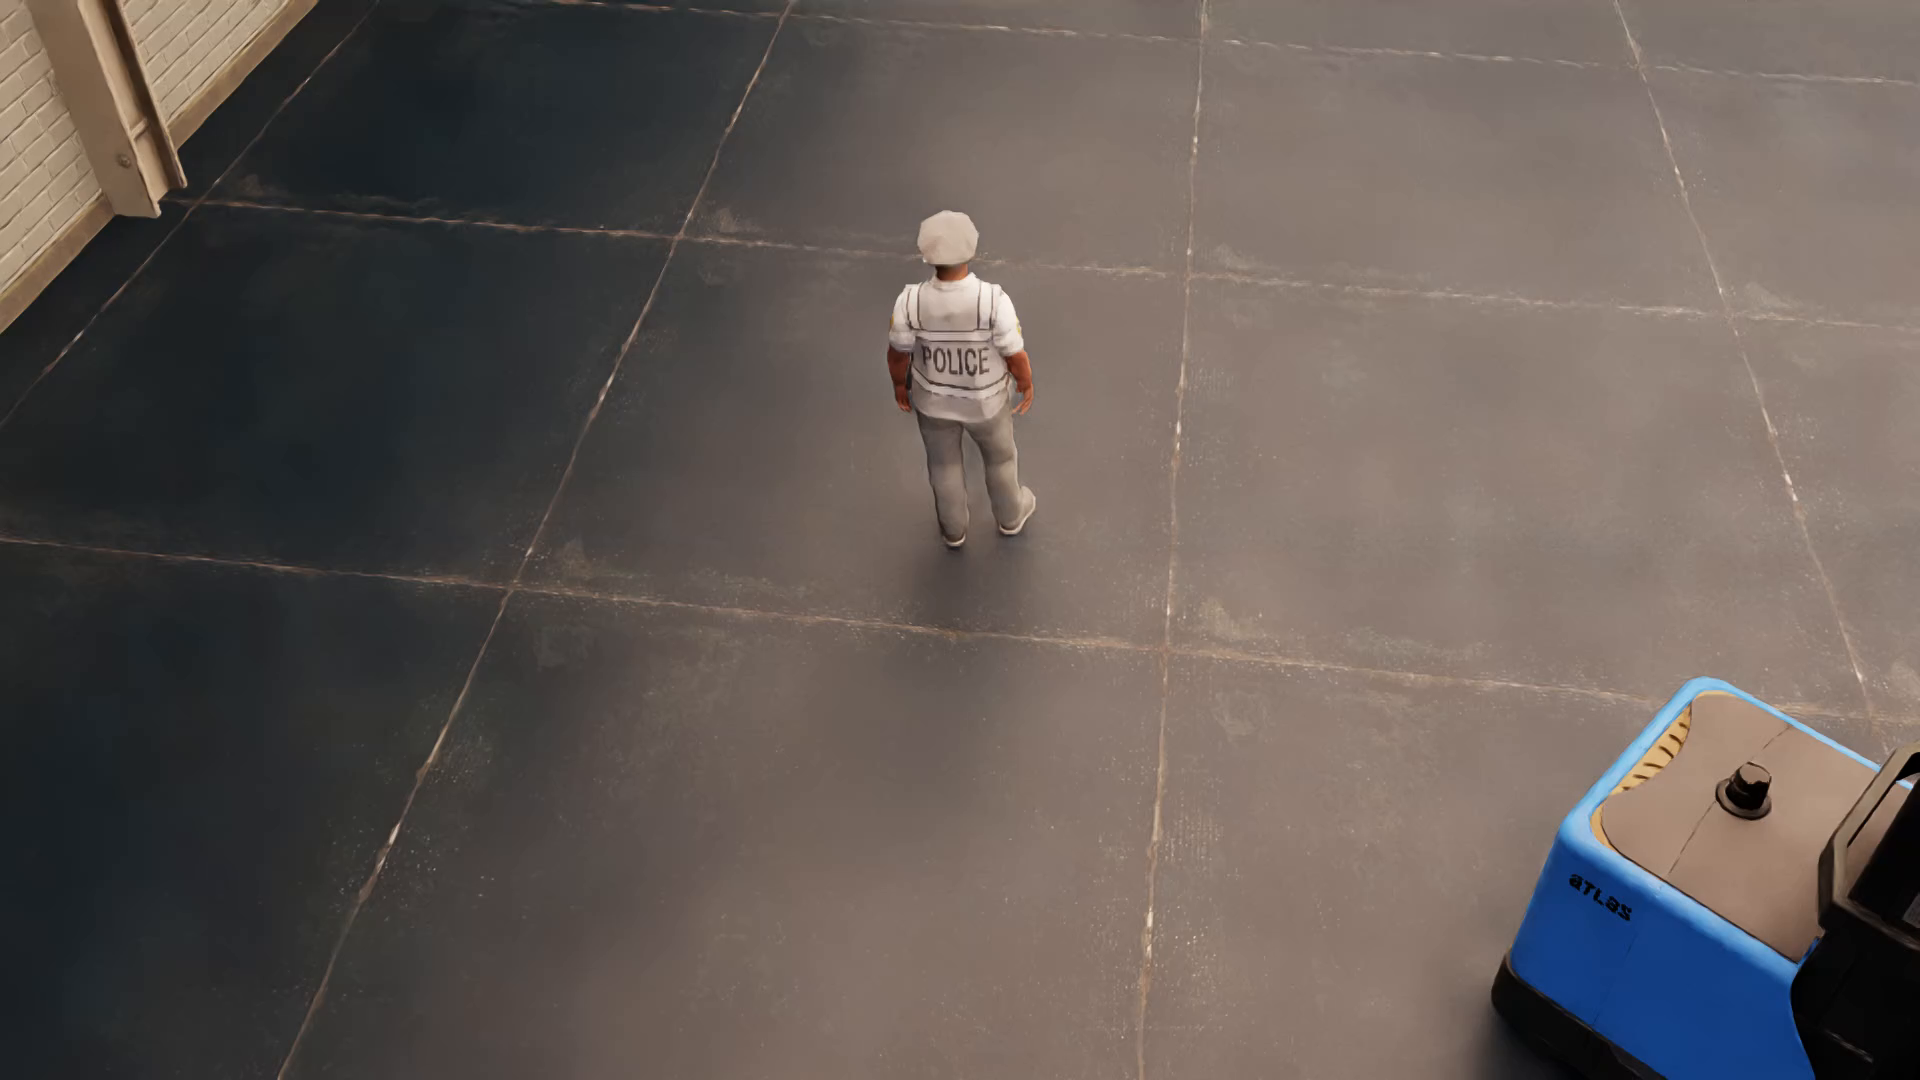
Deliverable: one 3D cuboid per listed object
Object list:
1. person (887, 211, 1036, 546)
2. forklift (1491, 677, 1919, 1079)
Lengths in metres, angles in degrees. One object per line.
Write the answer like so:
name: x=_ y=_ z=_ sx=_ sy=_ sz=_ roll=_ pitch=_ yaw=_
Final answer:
person: x=0.022 y=-0.713 z=7.338 sx=0.640 sy=1.781 sz=0.574 roll=5 pitch=43 yaw=6
forklift: x=3.314 y=1.097 z=4.530 sx=3.031 sy=2.935 sz=1.130 roll=34 pitch=52 yaw=31
